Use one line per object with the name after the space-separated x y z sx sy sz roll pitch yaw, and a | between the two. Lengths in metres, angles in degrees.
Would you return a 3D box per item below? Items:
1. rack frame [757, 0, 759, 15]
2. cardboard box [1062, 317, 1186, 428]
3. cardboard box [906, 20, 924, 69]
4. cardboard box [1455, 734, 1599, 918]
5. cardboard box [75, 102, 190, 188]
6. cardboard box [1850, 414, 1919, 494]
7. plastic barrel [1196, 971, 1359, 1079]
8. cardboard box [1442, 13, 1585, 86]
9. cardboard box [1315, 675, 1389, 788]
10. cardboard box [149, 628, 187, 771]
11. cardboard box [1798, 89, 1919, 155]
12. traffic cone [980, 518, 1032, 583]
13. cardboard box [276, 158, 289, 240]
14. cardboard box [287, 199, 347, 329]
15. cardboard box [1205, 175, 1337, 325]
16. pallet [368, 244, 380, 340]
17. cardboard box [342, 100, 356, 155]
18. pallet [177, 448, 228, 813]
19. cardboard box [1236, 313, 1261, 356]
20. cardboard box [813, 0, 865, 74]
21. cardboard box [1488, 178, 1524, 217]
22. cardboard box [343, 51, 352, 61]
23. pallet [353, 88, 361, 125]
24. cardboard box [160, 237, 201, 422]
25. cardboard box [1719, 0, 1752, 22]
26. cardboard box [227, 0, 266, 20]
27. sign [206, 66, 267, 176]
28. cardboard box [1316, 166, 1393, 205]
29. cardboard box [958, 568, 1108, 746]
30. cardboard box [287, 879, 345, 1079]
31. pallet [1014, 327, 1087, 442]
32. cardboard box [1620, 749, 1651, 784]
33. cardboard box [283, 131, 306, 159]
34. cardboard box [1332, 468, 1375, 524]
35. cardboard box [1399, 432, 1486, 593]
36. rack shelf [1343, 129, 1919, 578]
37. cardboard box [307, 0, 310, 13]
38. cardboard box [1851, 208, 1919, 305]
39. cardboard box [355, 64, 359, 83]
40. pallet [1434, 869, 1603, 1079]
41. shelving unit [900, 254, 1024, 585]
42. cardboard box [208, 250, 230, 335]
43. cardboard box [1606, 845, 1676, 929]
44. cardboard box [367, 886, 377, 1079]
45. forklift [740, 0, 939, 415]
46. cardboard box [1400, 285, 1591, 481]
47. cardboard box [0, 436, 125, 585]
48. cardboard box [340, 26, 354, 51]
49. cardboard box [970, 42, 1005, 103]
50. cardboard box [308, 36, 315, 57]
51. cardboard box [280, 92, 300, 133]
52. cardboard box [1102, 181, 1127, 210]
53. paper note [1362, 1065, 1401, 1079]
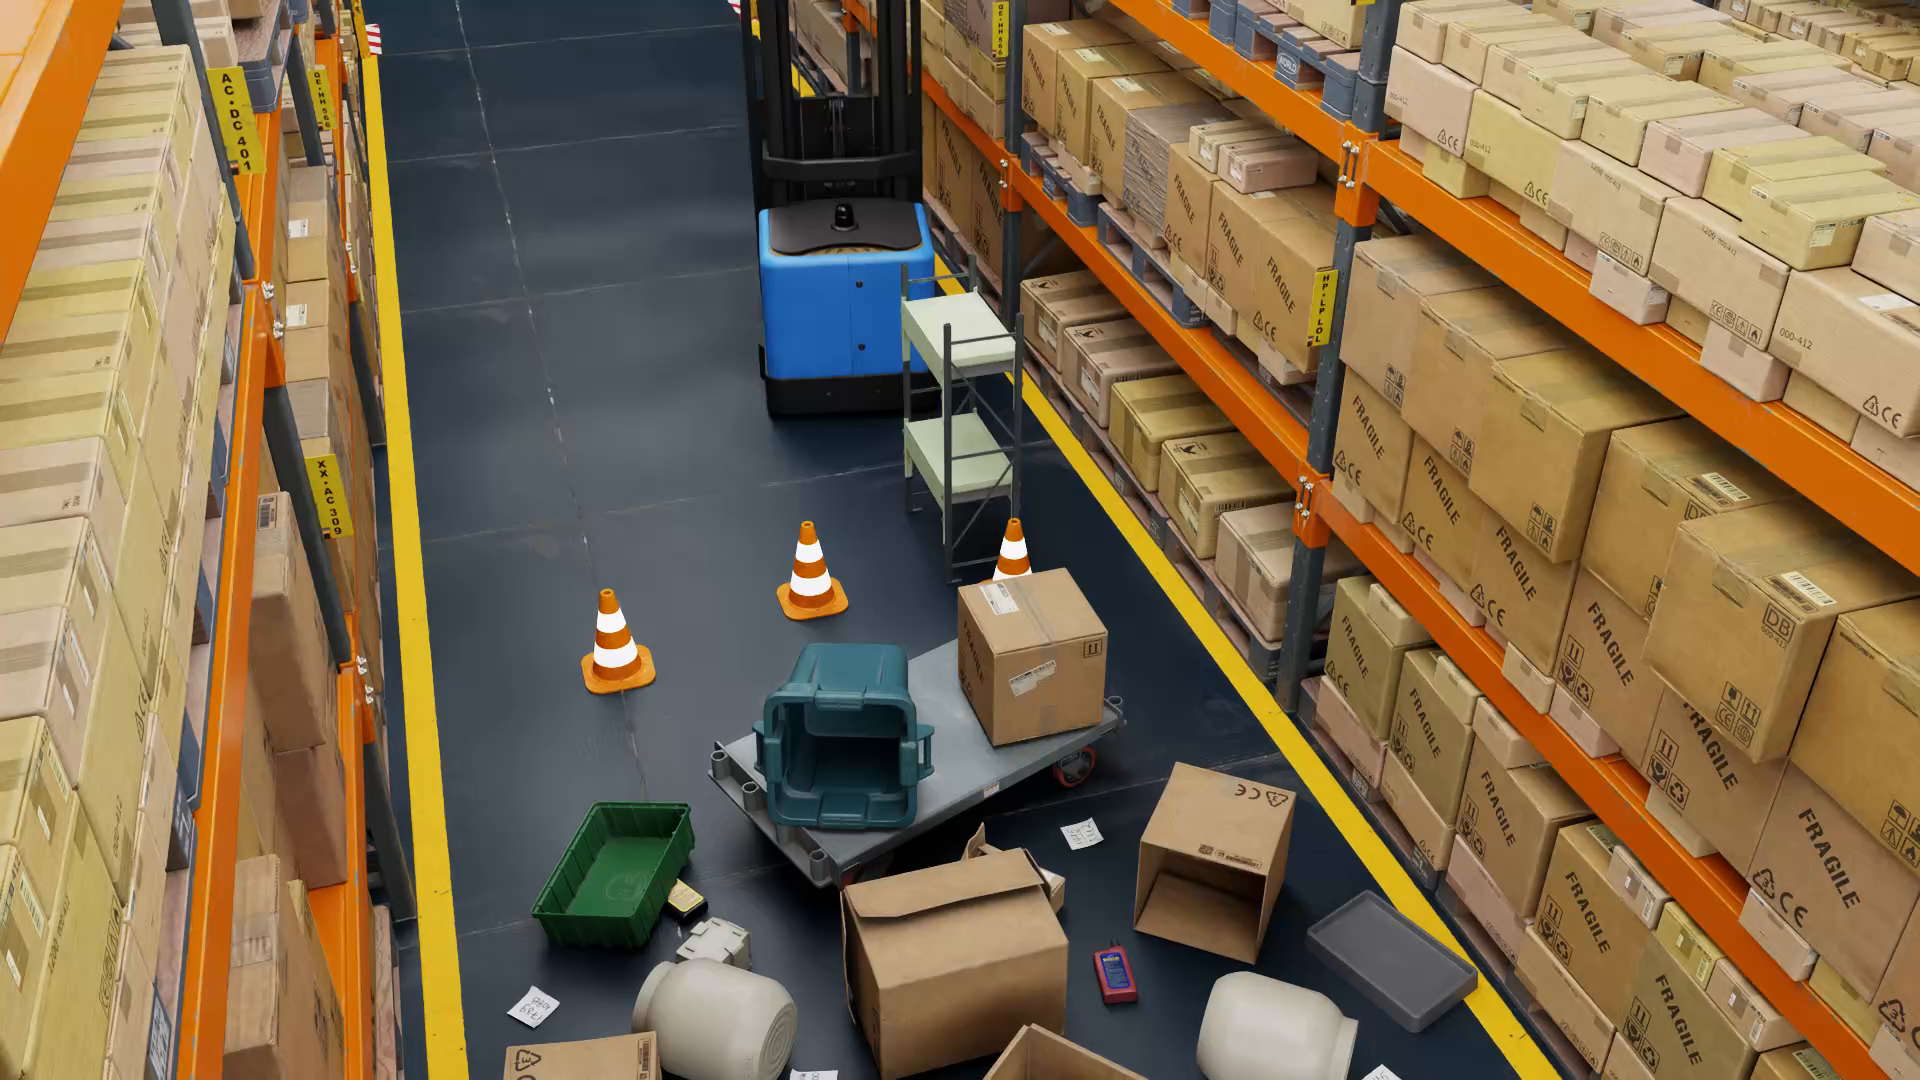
-1.672 -6.845 16.707 1.000 3.000 0.127 -10 35 -15 | rack frame
1.164 -1.039 9.924 0.950 0.372 0.625 -11 35 -16 | cardboard box
-0.124 -3.600 11.932 0.500 0.250 0.500 -11 35 -16 | cardboard box
2.243 1.021 6.236 0.500 0.500 0.500 -8 34 -12 | cardboard box
-2.126 -0.952 4.102 0.380 0.149 0.250 -10 35 -15 | cardboard box
2.543 -0.269 4.262 0.380 0.149 0.250 -10 35 -15 | cardboard box
1.137 1.801 5.961 0.512 0.421 0.421 13 36 18 | plastic barrel
1.881 -1.672 5.663 0.380 0.149 0.250 -9 35 -13 | cardboard box
1.912 0.783 7.277 0.500 0.250 0.500 -12 35 -17 | cardboard box
-1.582 0.313 2.910 0.380 0.149 0.250 -10 35 -15 | cardboard box
2.753 -1.224 4.985 0.380 0.149 0.250 -10 35 -14 | cardboard box
0.277 0.098 8.501 0.336 0.463 0.334 -10 35 -15 | traffic cone
-3.632 -1.715 7.947 0.700 0.500 0.500 -10 35 -15 | cardboard box
-3.371 -1.347 8.297 0.500 0.500 0.500 -10 35 -15 | cardboard box
1.477 -1.350 7.650 0.500 0.500 0.500 -10 35 -14 | cardboard box
-4.520 -1.646 11.368 1.003 0.211 1.213 -10 35 -15 | pallet
-4.667 -2.956 12.028 0.500 0.250 0.500 -11 35 -16 | cardboard box
-2.086 0.197 3.410 1.003 0.211 1.213 -10 35 -15 | pallet
1.505 -0.980 7.679 0.380 0.149 0.250 -11 35 -16 | cardboard box
-0.814 -4.669 15.357 0.875 0.438 0.875 -11 35 -16 | cardboard box
2.058 -1.228 5.714 0.380 0.149 0.250 -10 35 -15 | cardboard box
-5.531 -4.160 14.580 0.380 0.149 0.250 -8 34 -12 | cardboard box
-5.749 -3.684 14.453 1.003 0.211 1.213 -10 35 -15 | pallet
-1.995 -0.445 3.696 0.500 0.250 0.500 -10 35 -15 | cardboard box
5.311 -3.577 11.082 0.380 0.149 0.250 -9 35 -13 | cardboard box
-3.118 -2.404 6.703 0.500 0.500 0.500 -10 35 -15 | cardboard box
-2.166 -1.253 4.984 0.100 0.325 0.005 -10 35 -15 | sign
1.966 -1.443 7.791 0.500 0.500 0.500 -10 35 -15 | cardboard box
0.303 0.498 7.176 0.500 0.500 0.500 -10 35 -15 | cardboard box
-2.071 1.320 4.215 0.875 0.550 0.500 -10 35 -15 | cardboard box
1.006 -1.071 10.498 1.003 0.211 1.213 -10 35 -15 | pallet
2.444 0.694 5.526 0.380 0.149 0.250 -10 35 -15 | cardboard box
-3.871 -2.241 9.317 0.380 0.149 0.250 -8 34 -13 | cardboard box
1.779 -0.220 6.910 0.380 0.149 0.250 -10 35 -15 | cardboard box
2.033 -0.173 6.250 0.500 0.500 0.500 -10 35 -15 | cardboard box
2.599 -0.446 4.955 1.077 0.370 4.000 -10 35 -15 | rack shelf
-4.744 -3.740 11.585 0.380 0.149 0.250 -10 35 -14 | cardboard box
2.536 -0.738 4.249 0.380 0.149 0.250 -11 35 -16 | cardboard box
-5.597 -4.182 14.882 0.380 0.149 0.250 -12 35 -17 | cardboard box
2.603 1.607 6.446 1.003 0.211 1.213 -10 35 -15 | pallet
0.002 -0.622 8.651 0.431 1.500 0.755 -10 35 -15 | shelving unit
-2.121 -0.617 4.318 0.380 0.149 0.250 -9 35 -14 | cardboard box
2.388 1.115 5.506 0.380 0.149 0.250 -9 34 -13 | cardboard box
-2.569 1.394 5.785 0.875 0.875 0.875 -9 35 -14 | cardboard box
-0.808 -2.778 10.615 1.130 2.935 3.031 -3 34 -5 | forklift
2.052 -0.588 5.971 0.700 0.500 0.500 -10 35 -14 | cardboard box
-1.582 -0.018 2.688 0.380 0.149 0.250 -11 35 -16 | cardboard box
-5.576 -4.424 14.708 0.380 0.149 0.250 -9 34 -13 | cardboard box
0.379 -3.002 10.575 0.500 0.250 0.500 -10 35 -15 | cardboard box
-4.595 -3.355 11.273 0.380 0.149 0.250 -12 35 -17 | cardboard box
-3.872 -2.355 9.220 0.380 0.149 0.250 -10 35 -15 | cardboard box
0.997 -1.946 9.141 0.380 0.149 0.250 -8 34 -12 | cardboard box
1.546 1.982 6.042 0.142 0.019 0.148 -23 40 -31 | paper note
